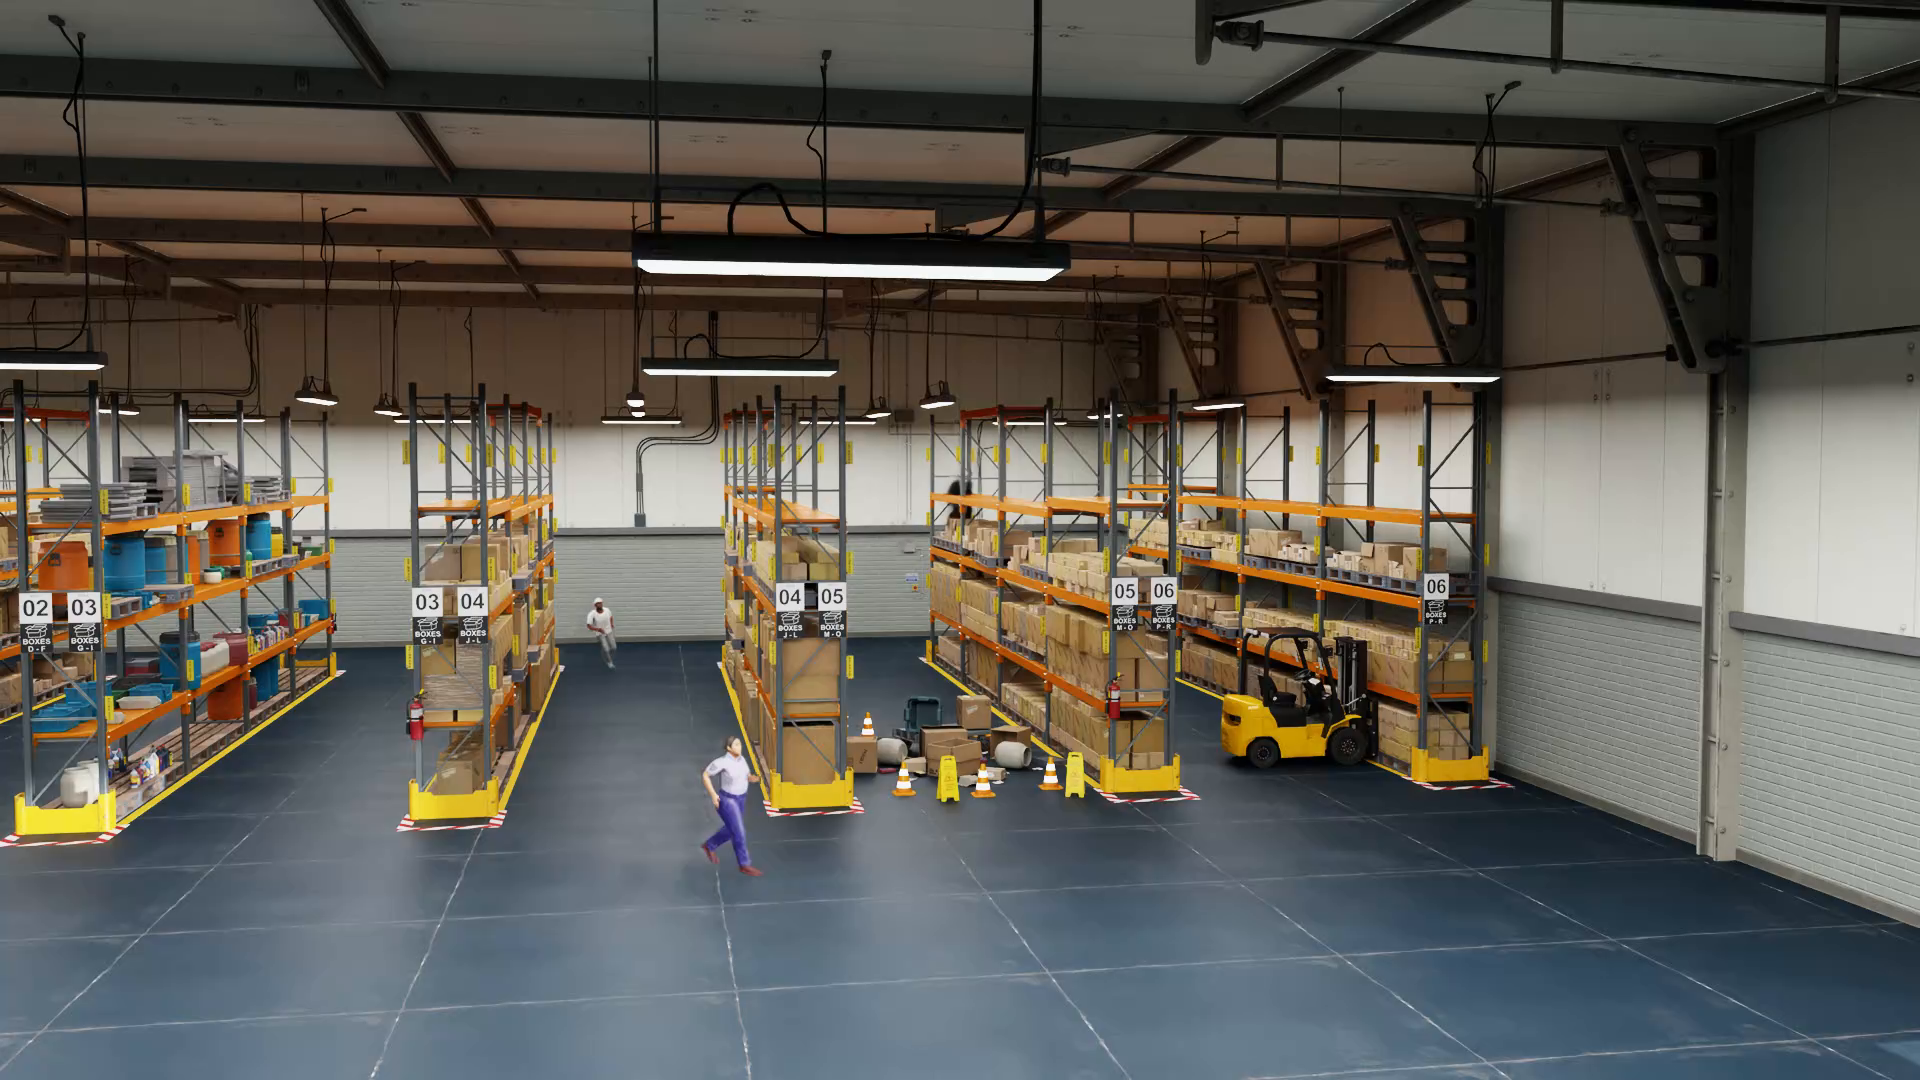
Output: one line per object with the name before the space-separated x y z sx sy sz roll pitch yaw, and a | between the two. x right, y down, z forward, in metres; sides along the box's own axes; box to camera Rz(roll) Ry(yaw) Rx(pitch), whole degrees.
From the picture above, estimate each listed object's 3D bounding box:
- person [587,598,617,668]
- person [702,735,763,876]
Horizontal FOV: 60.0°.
person | -8.409 2.181 39.049 0.741 1.672 0.578 -2 4 -38
person | -2.751 3.148 19.900 0.936 1.638 0.604 2 3 28
